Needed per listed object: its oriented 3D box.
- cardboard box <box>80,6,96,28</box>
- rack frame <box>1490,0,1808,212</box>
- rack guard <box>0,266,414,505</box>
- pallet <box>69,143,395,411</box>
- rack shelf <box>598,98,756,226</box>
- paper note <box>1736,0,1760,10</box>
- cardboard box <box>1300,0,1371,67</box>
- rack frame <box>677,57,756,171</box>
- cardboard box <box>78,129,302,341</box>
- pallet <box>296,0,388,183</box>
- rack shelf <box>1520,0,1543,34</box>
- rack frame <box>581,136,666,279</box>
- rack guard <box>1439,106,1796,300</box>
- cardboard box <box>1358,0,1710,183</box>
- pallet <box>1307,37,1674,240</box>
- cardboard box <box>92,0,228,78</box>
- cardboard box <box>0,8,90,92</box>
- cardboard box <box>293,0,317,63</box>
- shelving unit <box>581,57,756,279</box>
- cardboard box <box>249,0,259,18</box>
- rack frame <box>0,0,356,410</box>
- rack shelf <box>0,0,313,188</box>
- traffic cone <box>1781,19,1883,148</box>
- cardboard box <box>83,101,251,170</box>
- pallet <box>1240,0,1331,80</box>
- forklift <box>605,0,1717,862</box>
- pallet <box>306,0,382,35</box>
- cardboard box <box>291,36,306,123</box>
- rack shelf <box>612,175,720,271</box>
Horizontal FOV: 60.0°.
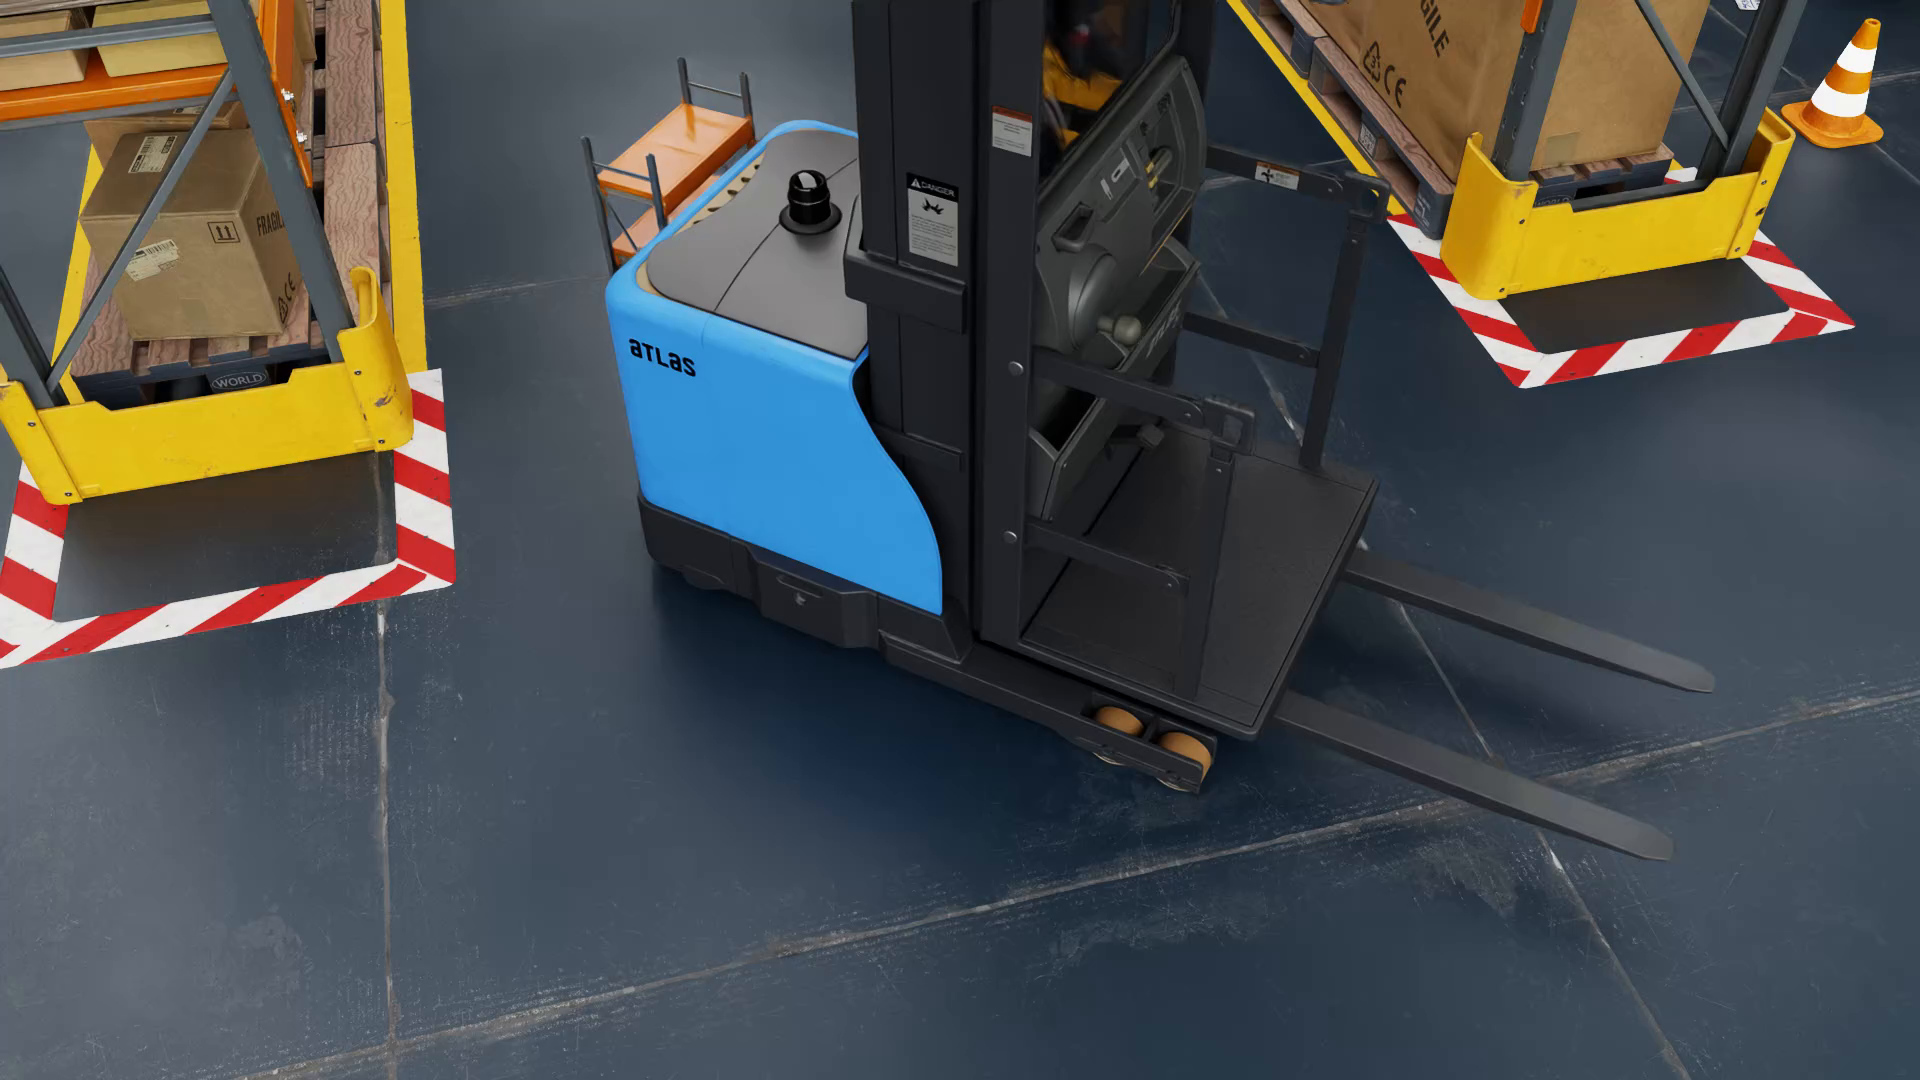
[{"bbox_3d":[-2.751,-1.570,4.864,0.380,0.149,0.250,-11,47,-10],"label":"cardboard box"},{"bbox_3d":[2.405,-2.163,5.269,1.000,3.000,0.127,-11,47,-10],"label":"rack frame"},{"bbox_3d":[-2.435,-0.503,5.393,1.175,0.500,0.348,-11,47,-10],"label":"rack guard"},{"bbox_3d":[-2.609,-0.970,6.052,1.003,0.211,1.213,-11,47,-10],"label":"pallet"},{"bbox_3d":[-0.842,-1.108,4.941,0.258,0.148,0.480,19,48,20],"label":"rack shelf"},{"bbox_3d":[3.656,-2.487,7.667,0.144,0.017,0.142,4,46,4],"label":"paper note"},{"bbox_3d":[1.941,-2.629,6.920,0.875,0.875,0.875,-11,47,-11],"label":"cardboard box"},{"bbox_3d":[-0.723,-0.986,5.370,0.240,1.200,0.015,19,48,20],"label":"rack frame"},{"bbox_3d":[-2.559,-1.032,5.617,0.500,0.500,0.500,-3,46,-3],"label":"cardboard box"},{"bbox_3d":[-2.917,-1.810,6.876,1.003,0.211,1.213,-11,47,-10],"label":"pallet"},{"bbox_3d":[1.893,-3.292,6.880,1.077,0.370,4.000,-11,47,-10],"label":"rack shelf"},{"bbox_3d":[-0.942,-0.674,5.065,0.240,1.200,0.015,19,48,20],"label":"rack frame"},{"bbox_3d":[2.411,-1.271,6.146,1.175,0.500,0.348,-11,47,-10],"label":"rack guard"},{"bbox_3d":[2.168,-2.022,6.325,0.875,0.875,0.875,-10,47,-10],"label":"cardboard box"},{"bbox_3d":[2.125,-1.724,6.792,1.003,0.211,1.213,-11,47,-10],"label":"pallet"},{"bbox_3d":[-2.258,-1.478,4.774,0.380,0.149,0.250,-11,47,-10],"label":"cardboard box"},{"bbox_3d":[-2.688,-1.397,4.695,0.380,0.149,0.250,-11,47,-10],"label":"cardboard box"},{"bbox_3d":[-2.987,-2.268,6.828,0.500,0.500,0.500,-15,47,-14],"label":"cardboard box"},{"bbox_3d":[-0.832,-0.830,5.218,0.258,1.200,0.503,19,48,20],"label":"shelving unit"},{"bbox_3d":[-2.303,-1.654,4.947,0.380,0.149,0.250,-11,47,-10],"label":"cardboard box"},{"bbox_3d":[-2.415,-1.326,4.449,1.000,3.000,0.127,-11,47,-10],"label":"rack frame"},{"bbox_3d":[-2.927,-2.455,6.059,1.077,0.370,4.000,-11,47,-10],"label":"rack shelf"},{"bbox_3d":[3.642,-1.901,6.789,0.336,0.463,0.334,-11,47,-10],"label":"traffic cone"},{"bbox_3d":[-2.745,-1.438,6.016,0.500,0.500,0.500,0,46,0],"label":"cardboard box"},{"bbox_3d":[1.816,-2.565,7.616,1.003,0.211,1.213,-11,47,-10],"label":"pallet"},{"bbox_3d":[0.582,-0.774,3.957,3.031,2.935,1.130,20,49,19],"label":"forklift"},{"bbox_3d":[-3.233,-2.654,7.703,1.003,0.211,1.213,-11,47,-10],"label":"pallet"},{"bbox_3d":[-2.887,-1.874,6.443,0.500,0.500,0.500,-7,46,-7],"label":"cardboard box"},{"bbox_3d":[-0.836,-0.941,5.107,0.258,0.148,0.480,19,48,20],"label":"rack shelf"}]
